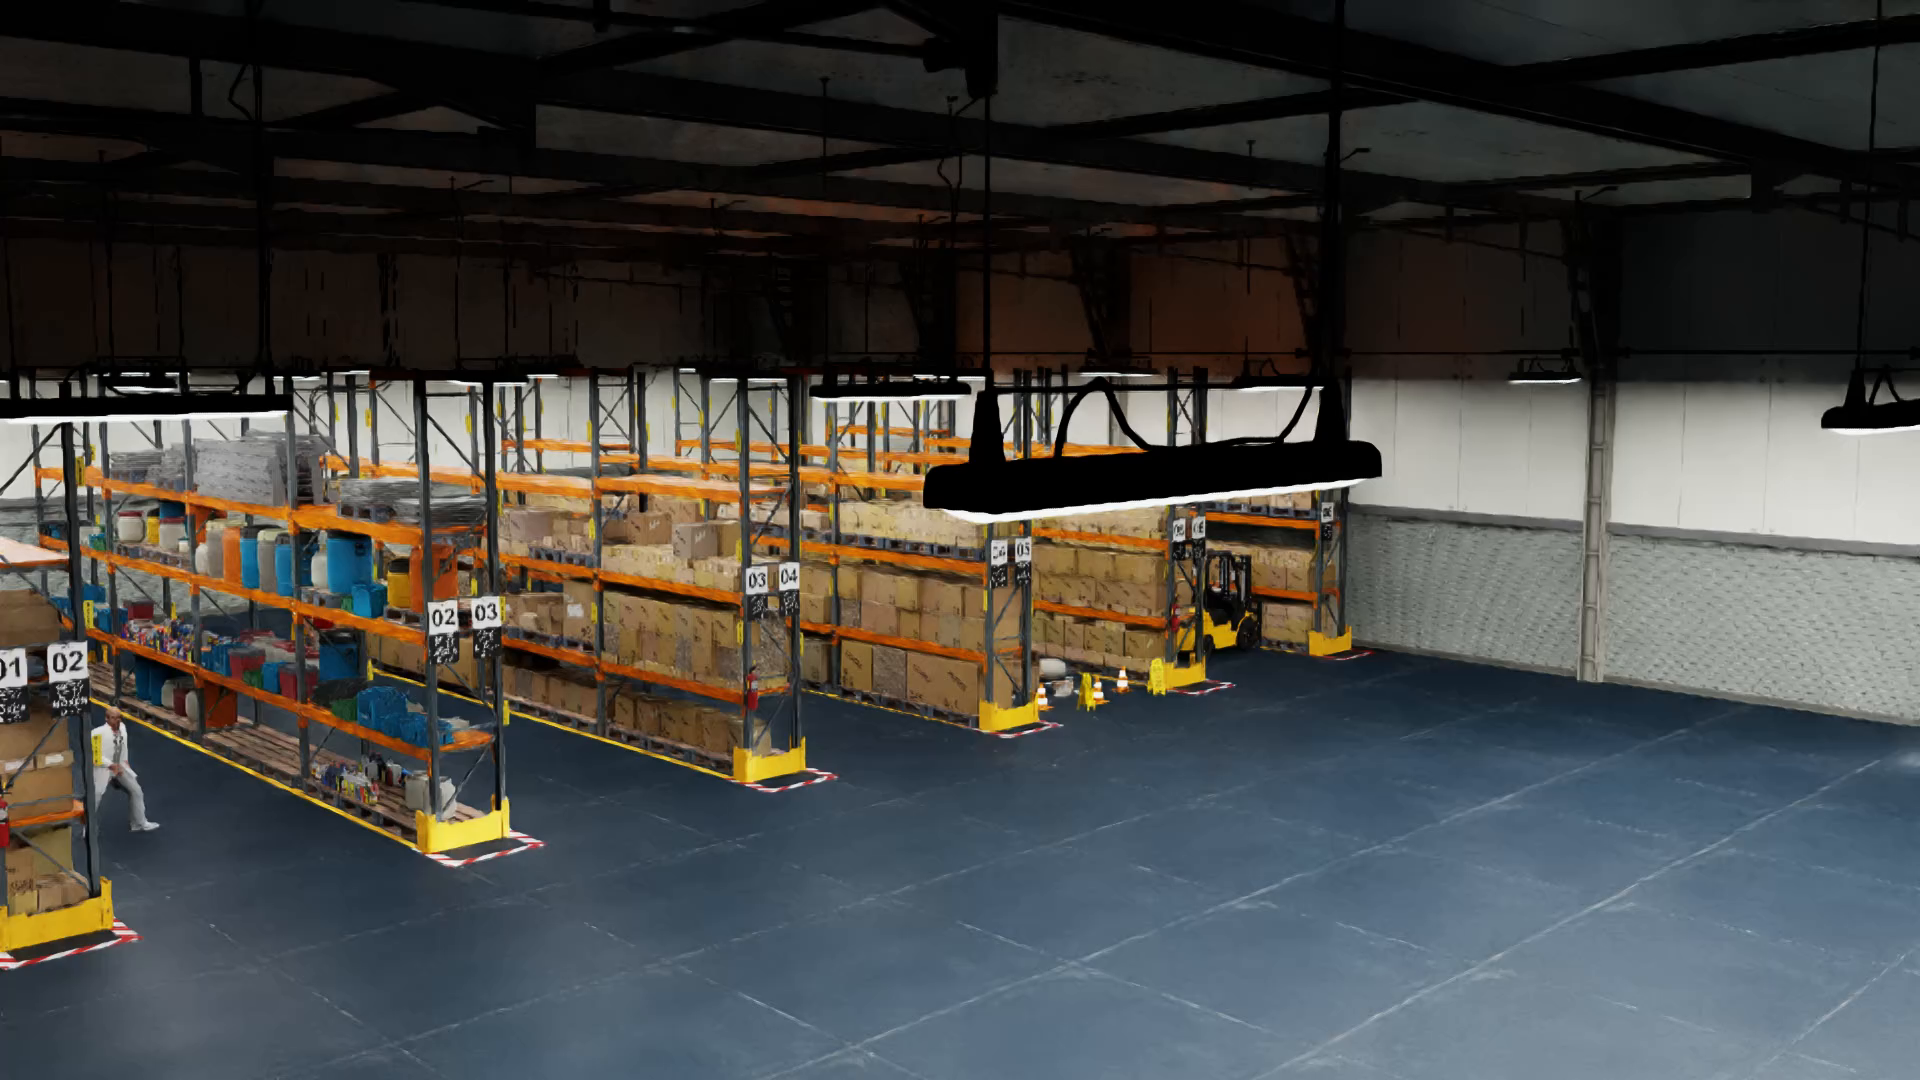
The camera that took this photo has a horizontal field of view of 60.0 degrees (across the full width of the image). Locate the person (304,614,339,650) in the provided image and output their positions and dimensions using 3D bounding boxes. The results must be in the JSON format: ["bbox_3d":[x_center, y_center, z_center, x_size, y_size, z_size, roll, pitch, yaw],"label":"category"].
[{"bbox_3d":[-12.507,1.827,32.608,0.521,1.676,0.682,6,9,44],"label":"person"}]

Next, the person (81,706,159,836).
[{"bbox_3d":[-11.143,3.013,21.808,0.881,1.717,0.737,3,7,28],"label":"person"}]
